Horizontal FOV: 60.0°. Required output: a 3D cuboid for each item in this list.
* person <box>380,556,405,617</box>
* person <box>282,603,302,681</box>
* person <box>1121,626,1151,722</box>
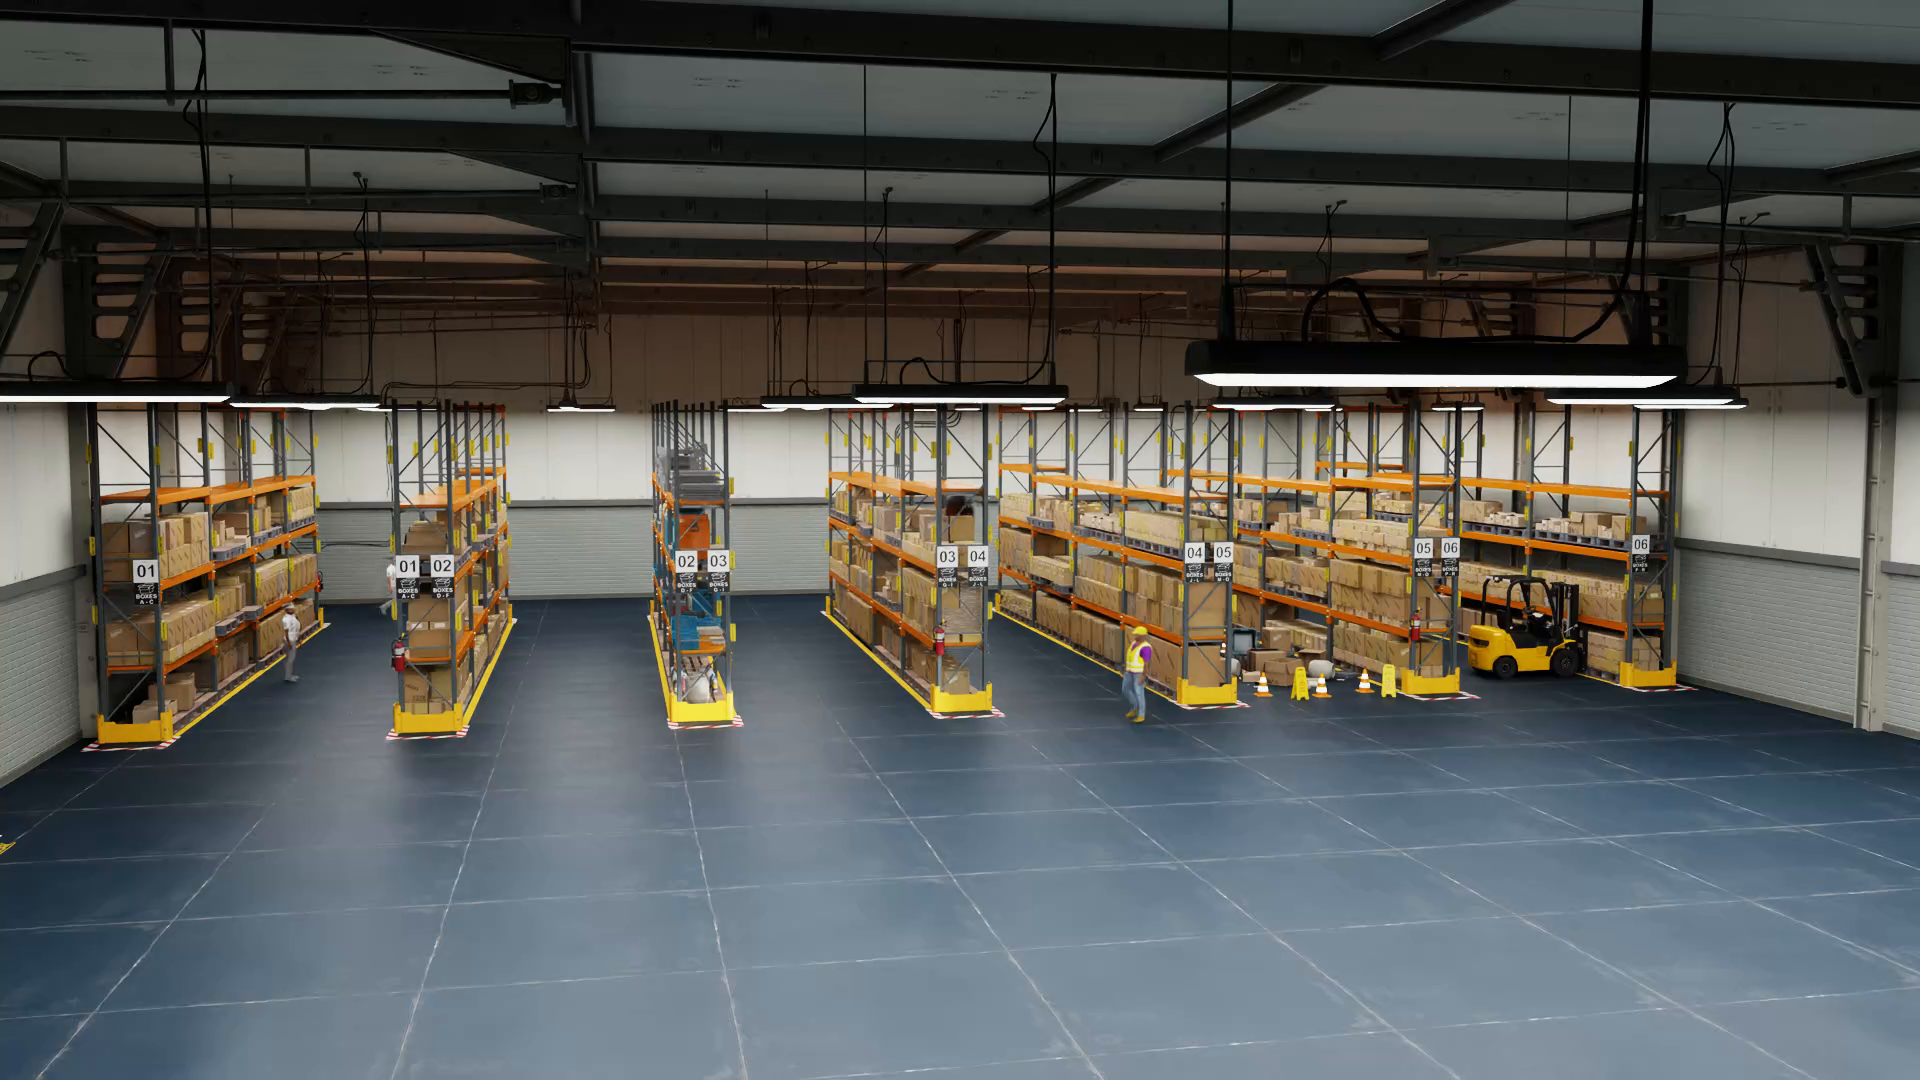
[{"bbox_3d":[-15.982,1.302,46.833,0.637,1.744,0.550,0,4,-5],"label":"person"},{"bbox_3d":[-14.394,2.201,35.865,0.391,1.728,0.468,-1,4,-16],"label":"person"},{"bbox_3d":[3.279,2.484,31.117,0.468,1.754,0.673,-3,5,-38],"label":"person"}]
